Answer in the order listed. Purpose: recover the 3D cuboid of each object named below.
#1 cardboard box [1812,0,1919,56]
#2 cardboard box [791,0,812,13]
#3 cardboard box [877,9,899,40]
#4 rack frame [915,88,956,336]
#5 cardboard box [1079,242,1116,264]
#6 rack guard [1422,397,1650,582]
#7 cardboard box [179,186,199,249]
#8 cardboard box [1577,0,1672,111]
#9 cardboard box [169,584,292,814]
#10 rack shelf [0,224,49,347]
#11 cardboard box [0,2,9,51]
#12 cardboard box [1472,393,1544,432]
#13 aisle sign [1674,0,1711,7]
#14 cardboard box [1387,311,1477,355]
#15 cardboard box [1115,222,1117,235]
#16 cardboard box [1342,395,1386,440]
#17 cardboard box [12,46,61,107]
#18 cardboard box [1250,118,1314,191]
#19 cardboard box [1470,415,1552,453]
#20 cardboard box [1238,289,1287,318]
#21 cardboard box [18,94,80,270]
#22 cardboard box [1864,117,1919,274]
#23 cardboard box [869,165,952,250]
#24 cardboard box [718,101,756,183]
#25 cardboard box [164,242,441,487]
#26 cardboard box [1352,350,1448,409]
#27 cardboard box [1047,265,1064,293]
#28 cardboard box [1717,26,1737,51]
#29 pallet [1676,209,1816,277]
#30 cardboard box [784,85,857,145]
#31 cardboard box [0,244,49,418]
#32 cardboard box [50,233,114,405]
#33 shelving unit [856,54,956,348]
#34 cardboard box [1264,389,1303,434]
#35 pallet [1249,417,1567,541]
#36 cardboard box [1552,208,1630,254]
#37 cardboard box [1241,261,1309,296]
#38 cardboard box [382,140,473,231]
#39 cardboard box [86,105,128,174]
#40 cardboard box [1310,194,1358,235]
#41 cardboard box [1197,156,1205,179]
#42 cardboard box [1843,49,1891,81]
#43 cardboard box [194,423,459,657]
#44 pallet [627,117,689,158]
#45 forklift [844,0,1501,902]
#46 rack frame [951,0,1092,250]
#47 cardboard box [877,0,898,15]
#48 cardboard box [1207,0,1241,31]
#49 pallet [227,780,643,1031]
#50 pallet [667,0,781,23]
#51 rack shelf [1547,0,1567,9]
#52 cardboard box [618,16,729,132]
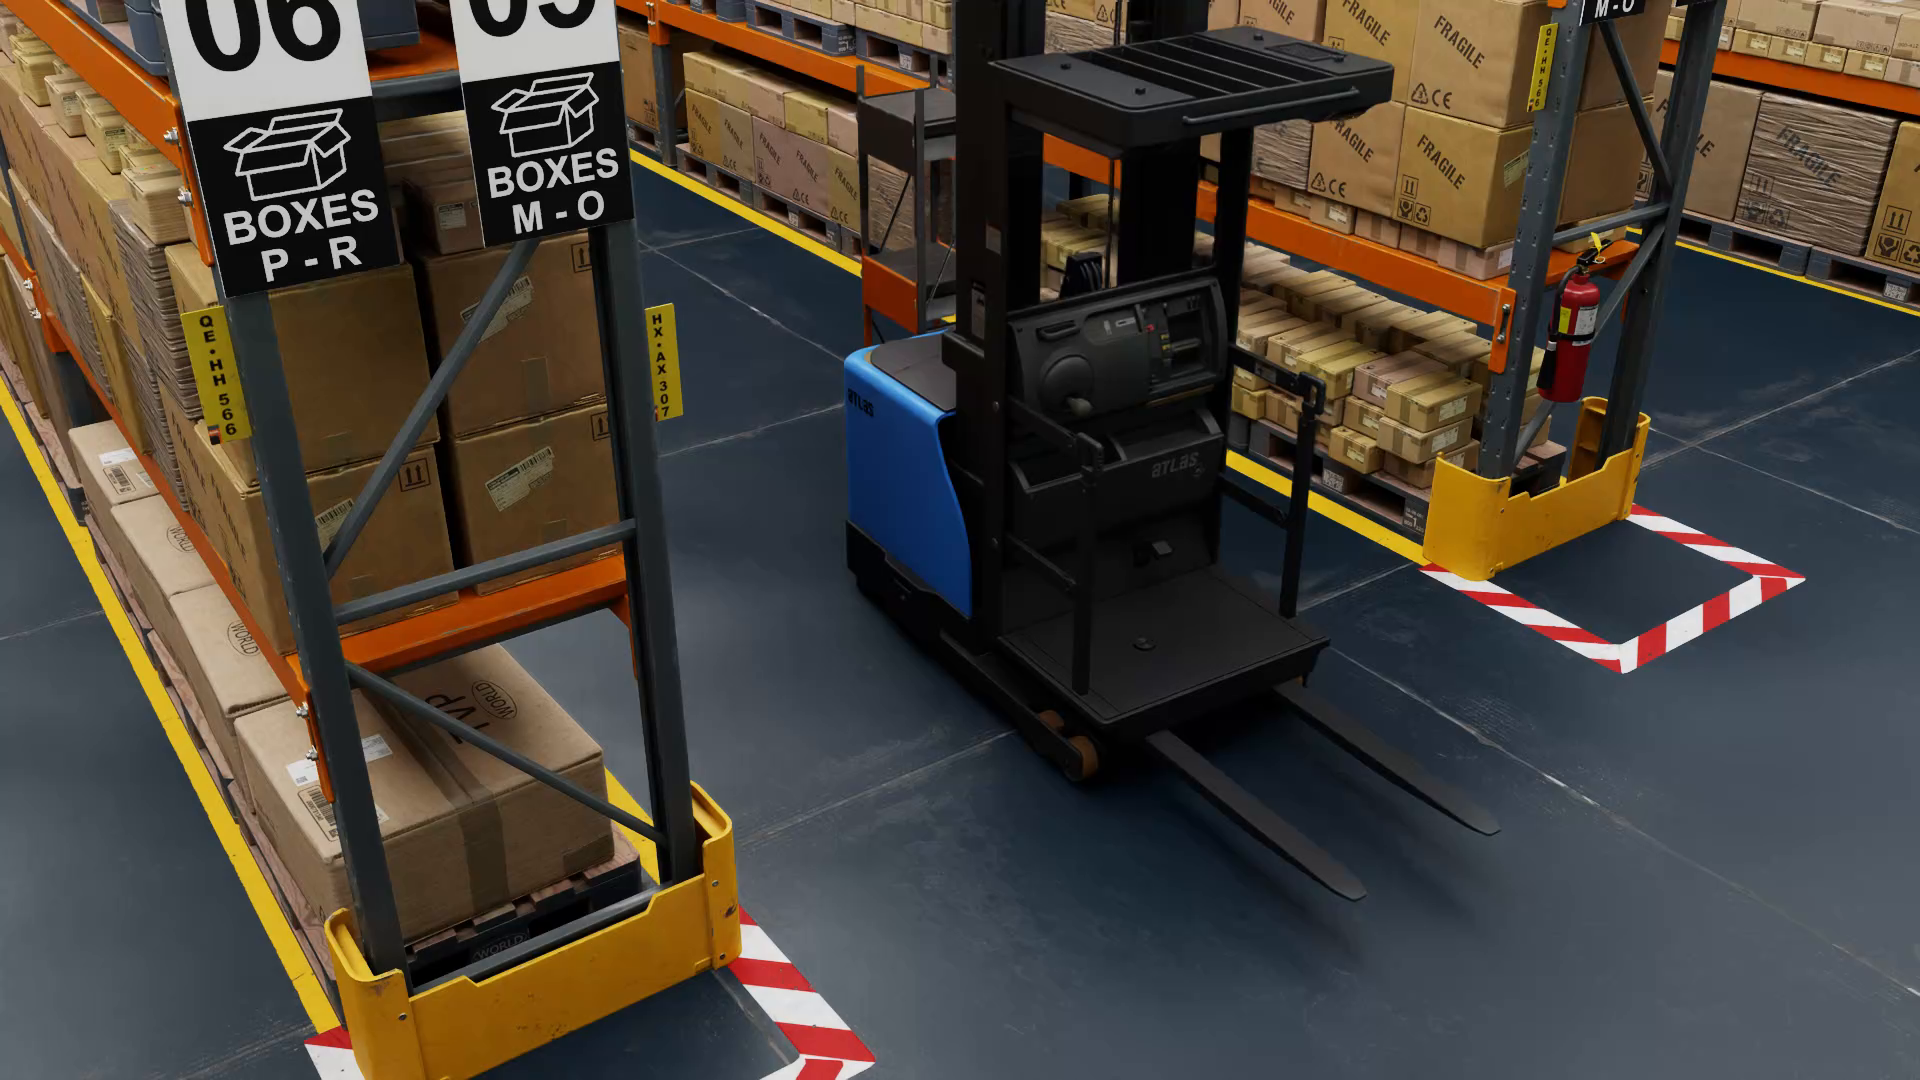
[{"bbox_3d":[5.724,-3.228,10.396,0.500,0.250,0.500,-20,34,-32],"label":"cardboard box"},{"bbox_3d":[-0.913,-3.657,11.164,0.380,0.149,0.250,-20,34,-32],"label":"cardboard box"},{"bbox_3d":[-0.295,-3.246,10.408,0.380,0.149,0.250,-19,34,-31],"label":"cardboard box"},{"bbox_3d":[-0.009,-0.944,7.288,0.400,2.100,0.015,-17,33,-28],"label":"rack frame"},{"bbox_3d":[0.890,-1.573,9.427,0.380,0.149,0.250,-20,34,-32],"label":"cardboard box"},{"bbox_3d":[2.667,-0.250,7.687,1.175,0.500,0.348,-19,34,-31],"label":"rack guard"},{"bbox_3d":[-1.800,-0.854,4.348,0.380,0.149,0.250,-18,33,-30],"label":"cardboard box"},{"bbox_3d":[2.667,-2.181,7.159,0.500,0.500,0.500,-19,34,-31],"label":"cardboard box"},{"bbox_3d":[-2.264,0.449,6.024,0.875,0.438,0.875,-18,33,-29],"label":"cardboard box"},{"bbox_3d":[-4.743,-1.926,8.907,1.077,0.370,4.000,-19,34,-31],"label":"rack shelf"},{"bbox_3d":[-3.611,-2.039,6.528,0.380,0.149,0.250,-19,34,-31],"label":"cardboard box"},{"bbox_3d":[2.617,-0.657,8.051,0.380,0.149,0.250,-17,33,-29],"label":"cardboard box"},{"bbox_3d":[2.998,-2.516,6.516,0.394,0.787,0.004,-19,34,-31],"label":"aisle sign"},{"bbox_3d":[2.385,-1.017,8.404,0.380,0.149,0.250,-19,34,-31],"label":"cardboard box"},{"bbox_3d":[1.140,-1.818,9.878,0.380,0.149,0.250,-19,34,-31],"label":"cardboard box"},{"bbox_3d":[2.065,-0.624,7.992,0.380,0.149,0.250,-20,34,-32],"label":"cardboard box"},{"bbox_3d":[-3.042,-1.631,5.778,0.380,0.149,0.250,-20,34,-32],"label":"cardboard box"},{"bbox_3d":[1.645,-1.993,7.861,0.500,0.500,0.500,-19,34,-30],"label":"cardboard box"},{"bbox_3d":[2.668,-0.543,8.155,0.380,0.149,0.250,-18,33,-30],"label":"cardboard box"},{"bbox_3d":[1.483,-1.168,8.681,0.380,0.149,0.250,-20,34,-32],"label":"cardboard box"},{"bbox_3d":[-2.928,-1.295,5.840,0.500,0.500,0.500,-18,33,-30],"label":"cardboard box"},{"bbox_3d":[6.374,-2.131,10.316,0.875,0.875,0.875,-19,34,-31],"label":"cardboard box"},{"bbox_3d":[-0.243,-2.178,10.797,0.500,0.500,0.500,-19,34,-32],"label":"cardboard box"},{"bbox_3d":[-1.432,-2.975,12.265,0.500,0.500,0.500,-18,33,-30],"label":"cardboard box"},{"bbox_3d":[-1.736,-0.515,4.402,0.500,0.500,0.500,-18,33,-29],"label":"cardboard box"},{"bbox_3d":[2.099,-0.762,7.933,0.380,0.149,0.250,-18,33,-30],"label":"cardboard box"},{"bbox_3d":[0.731,-1.549,9.695,0.380,0.149,0.250,-19,34,-31],"label":"cardboard box"},{"bbox_3d":[5.143,-3.387,11.107,0.380,0.149,0.250,-18,33,-30],"label":"cardboard box"},{"bbox_3d":[5.579,-2.191,11.563,1.003,0.211,1.213,-19,34,-31],"label":"pallet"},{"bbox_3d":[-0.852,-2.915,11.367,0.500,0.250,0.500,-20,35,-33],"label":"cardboard box"},{"bbox_3d":[-4.538,-1.283,8.757,0.875,0.875,0.875,-18,33,-29],"label":"cardboard box"},{"bbox_3d":[-2.952,-0.862,6.089,0.500,0.500,0.500,-19,34,-30],"label":"cardboard box"},{"bbox_3d":[-0.140,-1.043,7.470,0.431,2.100,0.503,-17,33,-28],"label":"shelving unit"},{"bbox_3d":[1.768,-0.689,8.422,0.380,0.149,0.250,-18,33,-30],"label":"cardboard box"},{"bbox_3d":[2.225,-0.449,8.356,1.003,0.211,1.213,-19,34,-31],"label":"pallet"},{"bbox_3d":[2.790,-1.426,7.495,0.380,0.149,0.250,-19,34,-31],"label":"cardboard box"},{"bbox_3d":[1.681,-1.388,9.086,0.380,0.149,0.250,-19,34,-31],"label":"cardboard box"},{"bbox_3d":[-1.453,-0.975,4.570,0.380,0.149,0.250,-18,33,-29],"label":"cardboard box"},{"bbox_3d":[-2.418,-1.243,5.064,0.380,0.149,0.250,-18,33,-29],"label":"cardboard box"},{"bbox_3d":[1.854,-1.551,7.725,0.380,0.149,0.250,-18,33,-29],"label":"cardboard box"},{"bbox_3d":[1.286,-1.973,8.504,0.380,0.149,0.250,-17,33,-29],"label":"cardboard box"},{"bbox_3d":[5.742,-2.987,10.369,0.380,0.149,0.250,-20,34,-32],"label":"cardboard box"},{"bbox_3d":[-1.758,-0.068,4.627,0.500,0.500,0.500,-19,34,-30],"label":"cardboard box"},{"bbox_3d":[-2.325,-3.531,14.031,1.003,0.211,1.213,-19,34,-31],"label":"pallet"},{"bbox_3d":[0.708,-0.659,5.892,1.130,2.935,3.031,-17,33,-28],"label":"forklift"},{"bbox_3d":[0.391,-2.874,9.900,1.000,3.000,0.127,-19,34,-31],"label":"rack frame"},{"bbox_3d":[-0.296,-3.379,10.339,0.380,0.149,0.250,-17,33,-29],"label":"cardboard box"},{"bbox_3d":[1.331,-2.644,8.011,0.500,0.500,0.500,-20,34,-32],"label":"cardboard box"},{"bbox_3d":[-1.790,1.027,5.639,1.003,0.211,1.213,-19,34,-31],"label":"pallet"},{"bbox_3d":[-1.429,-4.098,12.353,1.213,0.211,1.003,-19,34,-31],"label":"pallet"},{"bbox_3d":[1.551,-3.099,7.924,1.077,0.370,4.000,-19,34,-31],"label":"rack shelf"},{"bbox_3d":[-2.209,-3.887,13.681,1.050,0.750,0.750,-19,34,-31],"label":"cardboard box"}]
